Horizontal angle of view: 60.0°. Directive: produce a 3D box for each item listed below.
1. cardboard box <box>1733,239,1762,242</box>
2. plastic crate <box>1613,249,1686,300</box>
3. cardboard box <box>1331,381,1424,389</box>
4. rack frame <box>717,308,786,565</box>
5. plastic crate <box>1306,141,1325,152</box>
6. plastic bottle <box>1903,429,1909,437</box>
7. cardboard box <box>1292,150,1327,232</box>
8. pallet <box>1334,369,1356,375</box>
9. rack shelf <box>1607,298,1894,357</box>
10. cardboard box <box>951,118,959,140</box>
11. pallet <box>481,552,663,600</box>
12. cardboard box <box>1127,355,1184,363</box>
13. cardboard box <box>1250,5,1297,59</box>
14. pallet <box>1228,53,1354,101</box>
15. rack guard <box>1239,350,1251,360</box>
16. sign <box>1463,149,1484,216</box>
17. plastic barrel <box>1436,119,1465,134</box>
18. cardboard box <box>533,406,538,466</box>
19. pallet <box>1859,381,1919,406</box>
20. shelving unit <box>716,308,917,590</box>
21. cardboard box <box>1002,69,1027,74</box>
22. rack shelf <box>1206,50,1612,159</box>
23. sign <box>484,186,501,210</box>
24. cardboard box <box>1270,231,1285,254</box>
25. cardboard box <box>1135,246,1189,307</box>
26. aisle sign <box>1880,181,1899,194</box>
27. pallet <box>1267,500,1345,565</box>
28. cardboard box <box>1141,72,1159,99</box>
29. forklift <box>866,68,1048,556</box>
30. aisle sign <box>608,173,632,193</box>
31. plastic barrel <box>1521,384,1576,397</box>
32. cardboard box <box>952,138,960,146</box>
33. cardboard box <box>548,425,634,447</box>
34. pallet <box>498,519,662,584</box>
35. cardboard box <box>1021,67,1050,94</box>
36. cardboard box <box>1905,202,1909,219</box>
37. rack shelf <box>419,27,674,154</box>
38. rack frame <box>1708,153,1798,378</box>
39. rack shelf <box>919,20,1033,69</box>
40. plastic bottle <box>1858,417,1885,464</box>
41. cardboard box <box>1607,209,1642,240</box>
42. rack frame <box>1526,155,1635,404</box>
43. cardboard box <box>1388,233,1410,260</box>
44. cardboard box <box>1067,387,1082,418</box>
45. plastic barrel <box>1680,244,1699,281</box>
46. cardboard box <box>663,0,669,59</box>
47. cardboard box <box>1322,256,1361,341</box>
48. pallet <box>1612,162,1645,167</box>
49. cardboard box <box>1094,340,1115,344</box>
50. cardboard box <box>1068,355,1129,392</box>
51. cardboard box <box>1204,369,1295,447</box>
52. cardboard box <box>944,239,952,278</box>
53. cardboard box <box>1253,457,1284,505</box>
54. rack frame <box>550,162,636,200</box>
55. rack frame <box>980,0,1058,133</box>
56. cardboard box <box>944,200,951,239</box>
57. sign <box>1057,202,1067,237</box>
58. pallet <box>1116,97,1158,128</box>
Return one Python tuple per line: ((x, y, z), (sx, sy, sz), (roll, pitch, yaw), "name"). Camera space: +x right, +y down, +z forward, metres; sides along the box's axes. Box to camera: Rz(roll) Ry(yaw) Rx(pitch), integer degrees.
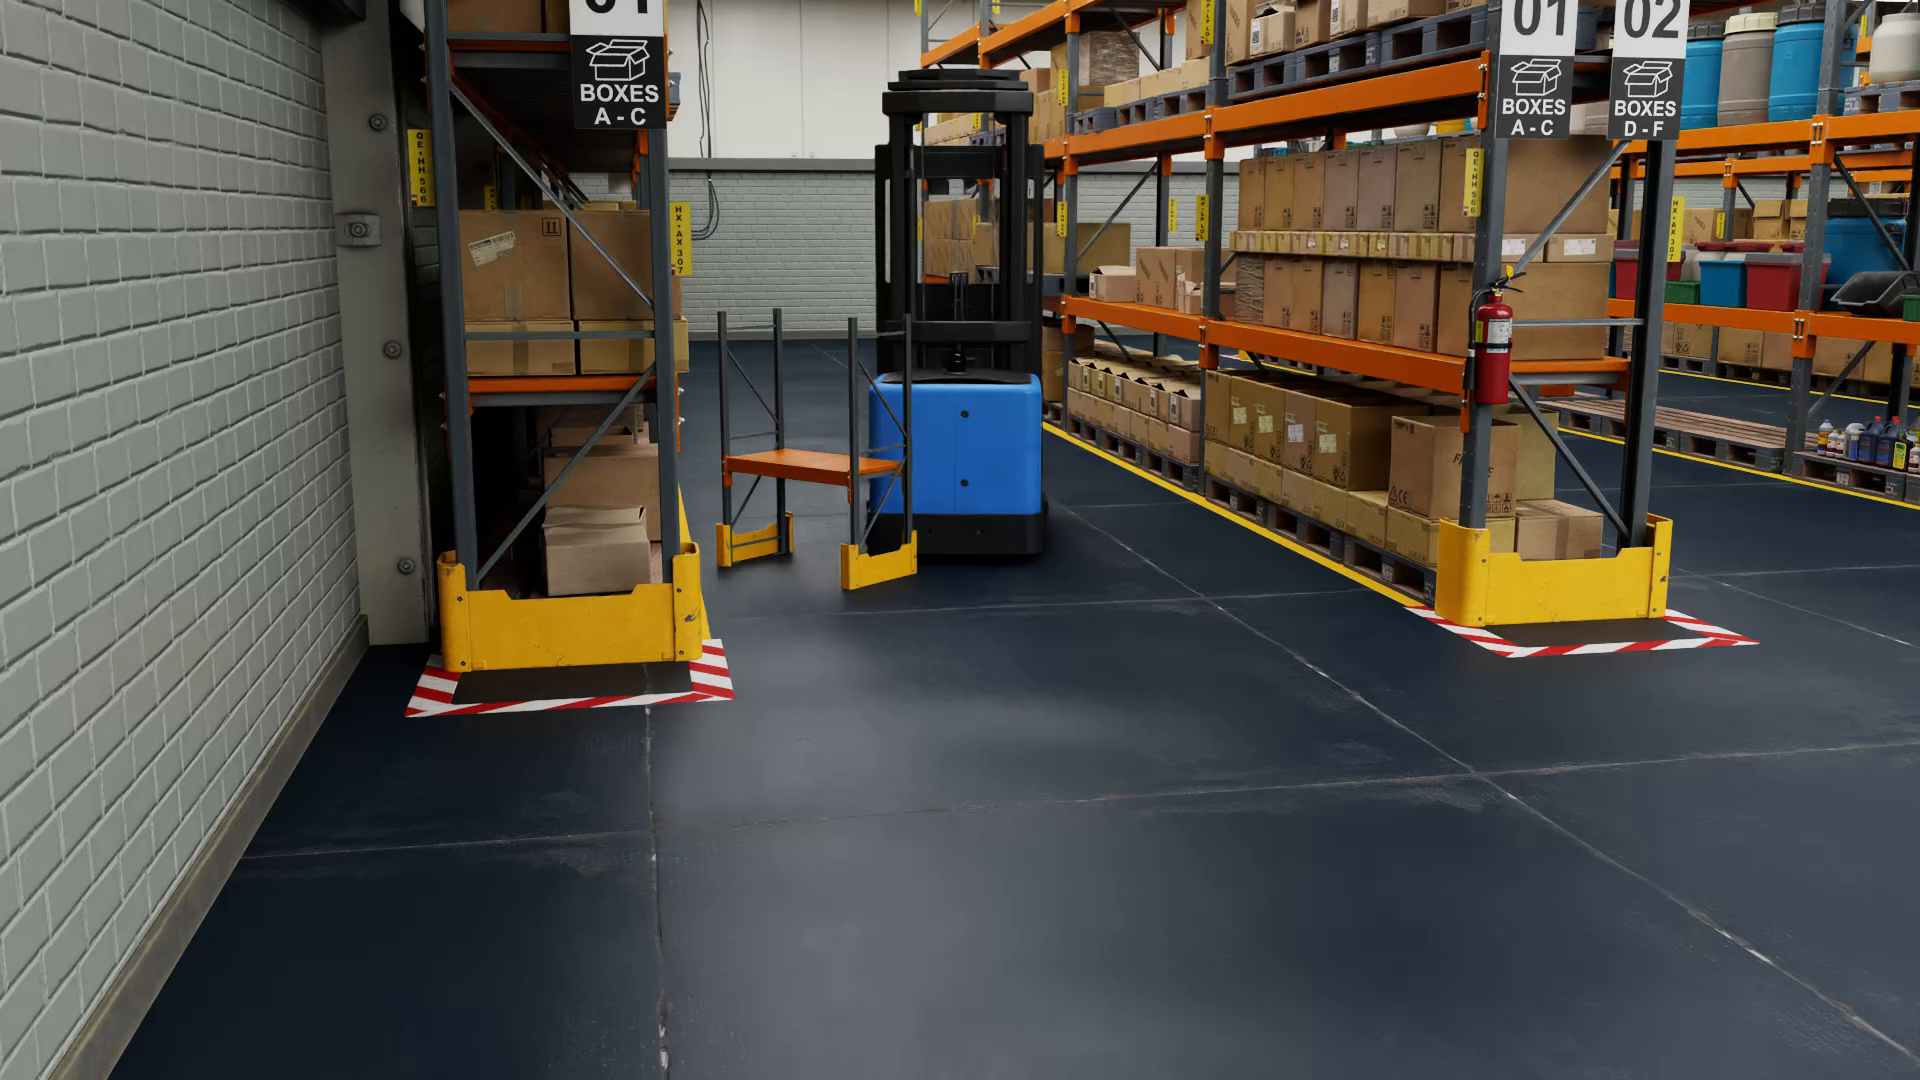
((10.295, -3.607, 21.357), (0.500, 0.500, 0.500), (-2, 11, -11), "cardboard box")
((6.384, -2.461, 15.435), (0.402, 0.464, 0.583), (-2, 11, -11), "plastic crate")
((2.780, -0.788, 11.037), (0.500, 0.500, 0.500), (-2, 11, -11), "cardboard box")
((-1.240, -0.623, 9.959), (0.032, 1.500, 0.500), (8, 14, 37), "rack frame")
((4.942, -5.202, 22.302), (0.437, 0.282, 0.530), (-2, 11, -11), "plastic crate")
((7.045, -0.694, 12.443), (0.097, 0.271, 0.097), (0, 11, 0), "plastic bottle")
((2.577, -2.245, 10.733), (0.700, 0.500, 0.500), (-2, 11, -11), "cardboard box")
((5.411, -2.235, 21.873), (1.003, 0.211, 1.213), (-2, 11, -11), "pallet")
((6.759, -2.017, 15.197), (1.077, 0.370, 4.000), (-2, 11, -11), "rack shelf")
((0.183, -5.200, 21.037), (0.500, 0.250, 0.500), (-2, 11, -11), "cardboard box")
((-1.930, 0.296, 8.579), (1.003, 0.211, 1.213), (-2, 11, -11), "pallet")
((1.854, -1.602, 15.822), (0.500, 0.311, 0.500), (-2, 11, -10), "cardboard box")
((2.233, -3.328, 10.879), (0.500, 0.311, 0.500), (-3, 11, -14), "cardboard box")
((2.480, -3.099, 11.171), (1.003, 0.211, 1.213), (-2, 11, -11), "pallet")
((4.797, -2.981, 25.020), (1.175, 0.500, 0.348), (-2, 11, -11), "rack guard")
((2.532, -1.759, 8.185), (0.100, 0.325, 0.005), (-2, 11, -11), "sign")
((5.969, -5.083, 19.733), (0.600, 0.588, 0.600), (0, 11, 0), "plastic barrel")
((-2.879, -0.859, 12.697), (0.700, 0.500, 0.500), (-2, 11, -12), "cardboard box")
((11.149, -1.695, 19.038), (1.003, 0.211, 1.213), (-2, 11, -11), "pallet")
((-0.848, -0.565, 9.656), (1.083, 1.500, 0.587), (8, 14, 37), "shelving unit")
((0.601, -5.393, 20.046), (0.700, 0.500, 0.500), (-2, 11, -11), "cardboard box")
((2.678, -2.578, 10.119), (1.077, 0.370, 4.000), (-2, 11, -11), "rack shelf")
((-3.114, -2.192, 11.092), (0.100, 0.325, 0.005), (-2, 11, -11), "sign")
((2.304, -1.995, 11.151), (0.380, 0.149, 0.250), (-2, 11, -12), "cardboard box")
((1.853, -2.300, 14.491), (0.500, 0.500, 0.500), (-3, 11, -14), "cardboard box")
((14.837, -5.848, 26.447), (0.394, 0.787, 0.004), (-2, 11, -11), "aisle sign")
((2.643, -0.083, 10.568), (1.003, 0.211, 1.213), (-2, 11, -11), "pallet")
((1.874, -3.882, 14.327), (0.500, 0.250, 0.500), (-2, 11, -12), "cardboard box")
((0.002, -1.568, 11.097), (1.130, 2.935, 3.031), (0, 11, 1), "forklift")
((-4.623, -5.146, 22.756), (0.394, 0.787, 0.004), (-2, 11, -11), "aisle sign")
((6.258, -1.967, 17.689), (0.600, 0.830, 0.708), (-2, 11, -11), "plastic barrel")
((0.185, -4.955, 21.084), (0.500, 0.250, 0.500), (-2, 11, -11), "cardboard box")
((-2.329, -0.443, 10.510), (0.500, 0.500, 0.500), (-3, 11, -15), "cardboard box")
((-2.164, 0.072, 9.752), (1.003, 0.211, 1.213), (-2, 11, -11), "pallet")
((1.020, -4.730, 17.846), (0.600, 0.600, 0.600), (-3, 11, -13), "cardboard box")
((11.102, -3.594, 18.608), (0.797, 0.503, 0.637), (-2, 11, -9), "cardboard box")
((-2.181, -2.397, 9.169), (1.077, 0.370, 4.000), (-2, 11, -11), "rack shelf")
((10.450, -3.651, 21.858), (1.000, 3.000, 0.127), (-2, 11, -11), "rack frame")
((0.344, -6.251, 21.402), (1.077, 0.370, 4.000), (-2, 11, -11), "rack shelf")
((6.898, -0.756, 12.552), (0.144, 0.351, 0.185), (-2, 11, -9), "plastic bottle")
((9.705, -4.541, 24.134), (0.500, 0.500, 0.500), (-2, 11, -13), "cardboard box")
((6.370, -2.738, 17.057), (1.000, 3.000, 0.127), (-2, 11, -11), "rack frame")
((2.656, -1.663, 9.408), (0.380, 0.149, 0.250), (-2, 11, -10), "cardboard box")
((1.324, -1.307, 15.771), (0.500, 0.250, 0.500), (-2, 11, -11), "cardboard box")
((6.862, -2.534, 15.690), (0.421, 0.512, 0.421), (0, 11, 0), "plastic barrel")
((-1.681, -2.613, 8.058), (0.500, 0.500, 0.500), (-1, 11, -7), "cardboard box")
((2.684, -1.510, 10.339), (0.700, 0.500, 0.500), (-2, 11, -9), "cardboard box")
((9.827, -5.679, 24.727), (1.003, 0.211, 1.213), (-2, 11, -11), "pallet")
((1.396, -1.924, 18.289), (0.500, 0.500, 0.500), (-3, 11, -13), "cardboard box")
((1.324, -1.582, 15.719), (0.500, 0.311, 0.500), (-2, 11, -9), "cardboard box")
((2.072, -0.952, 11.901), (0.500, 0.500, 0.500), (-2, 11, -11), "cardboard box")
((0.078, -3.705, 21.873), (0.500, 0.500, 0.500), (-2, 11, -10), "cardboard box")
((2.266, -0.400, 11.007), (0.500, 0.250, 0.500), (-2, 11, -11), "cardboard box")
((-4.126, -3.111, 19.018), (1.000, 3.000, 0.127), (-2, 11, -11), "rack frame")
((0.733, -6.239, 19.408), (1.000, 3.000, 0.127), (-2, 11, -11), "rack frame")
((0.084, -4.194, 21.767), (0.500, 0.500, 0.500), (-2, 11, -12), "cardboard box")
((0.980, -3.066, 15.900), (0.100, 0.325, 0.005), (-2, 11, -11), "sign")
((1.951, -3.613, 14.137), (1.003, 0.211, 1.213), (-2, 11, -8), "pallet")
